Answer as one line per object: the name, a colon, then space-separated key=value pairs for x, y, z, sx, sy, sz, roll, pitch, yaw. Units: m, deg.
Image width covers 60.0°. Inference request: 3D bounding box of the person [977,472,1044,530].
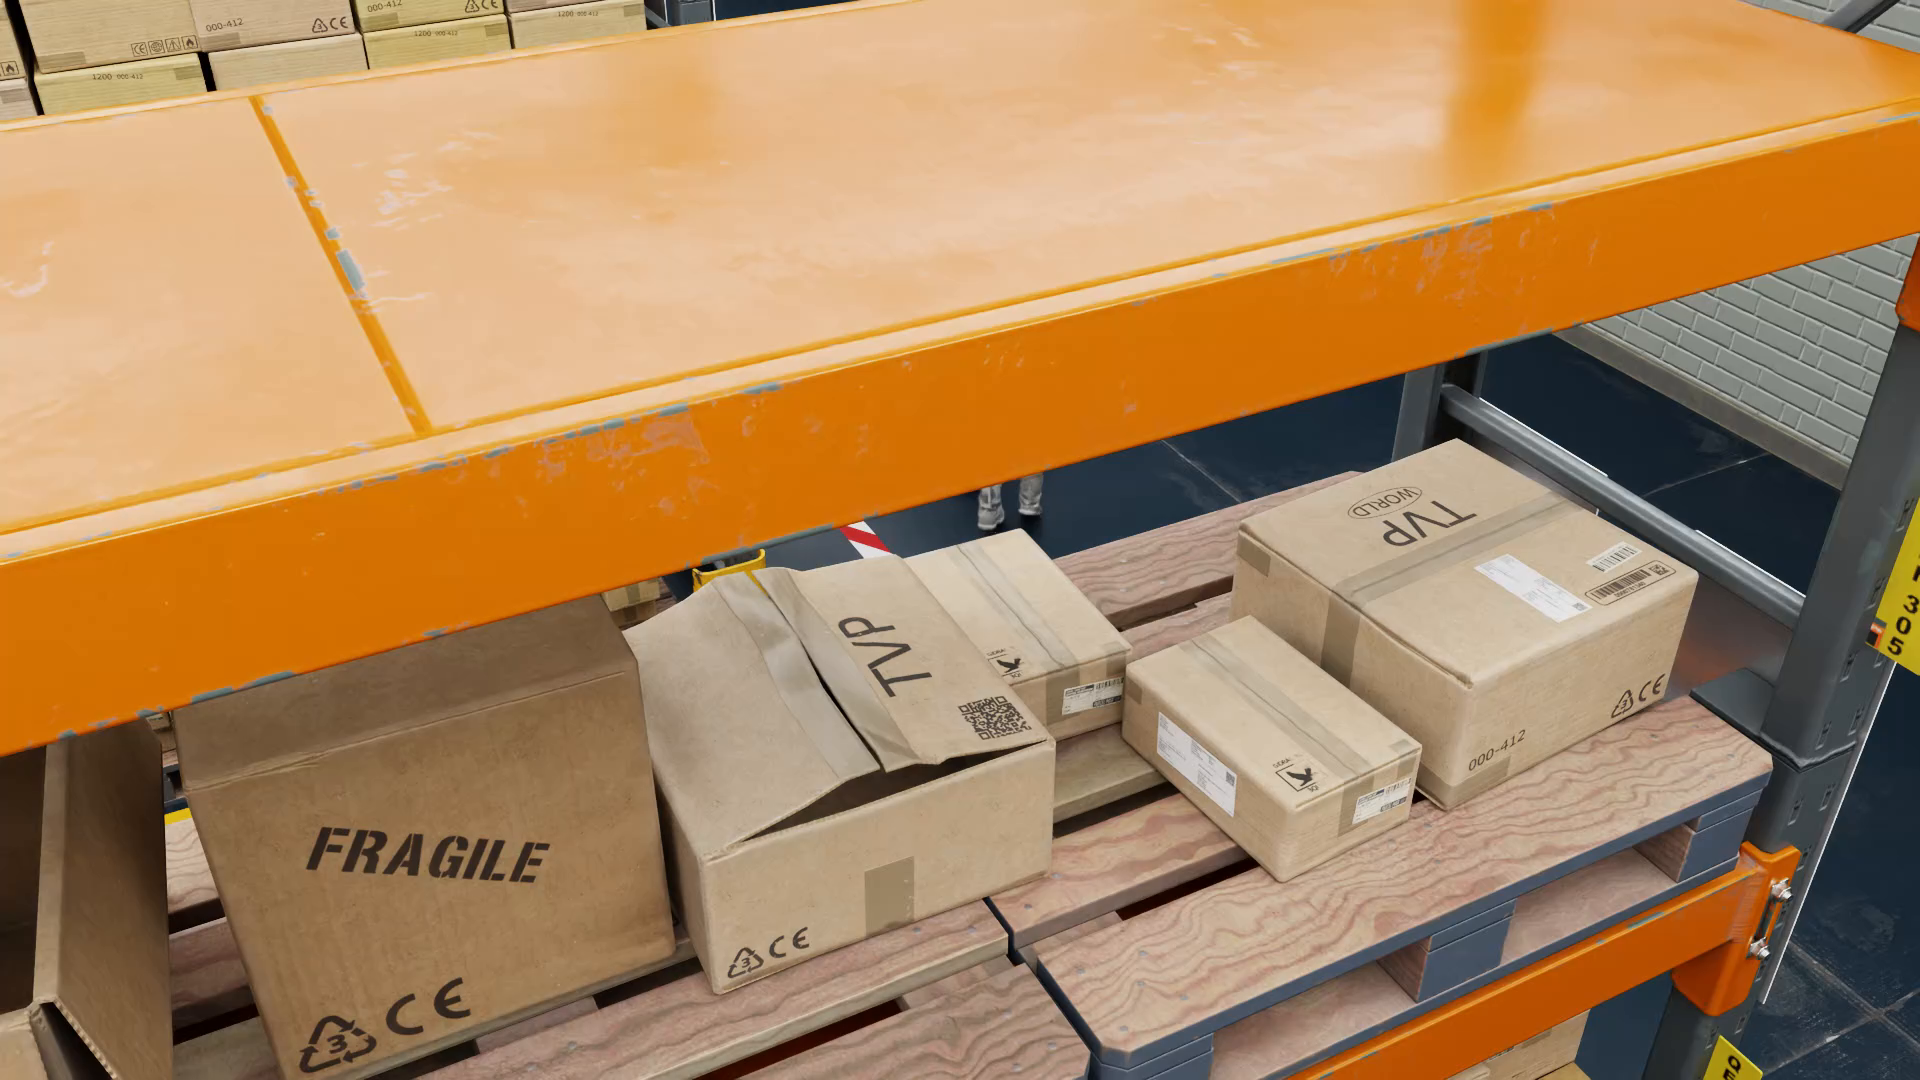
person: x=0.276 y=-0.739 z=8.295 sx=0.536 sy=1.741 sz=0.602 roll=4 pitch=33 yaw=6
